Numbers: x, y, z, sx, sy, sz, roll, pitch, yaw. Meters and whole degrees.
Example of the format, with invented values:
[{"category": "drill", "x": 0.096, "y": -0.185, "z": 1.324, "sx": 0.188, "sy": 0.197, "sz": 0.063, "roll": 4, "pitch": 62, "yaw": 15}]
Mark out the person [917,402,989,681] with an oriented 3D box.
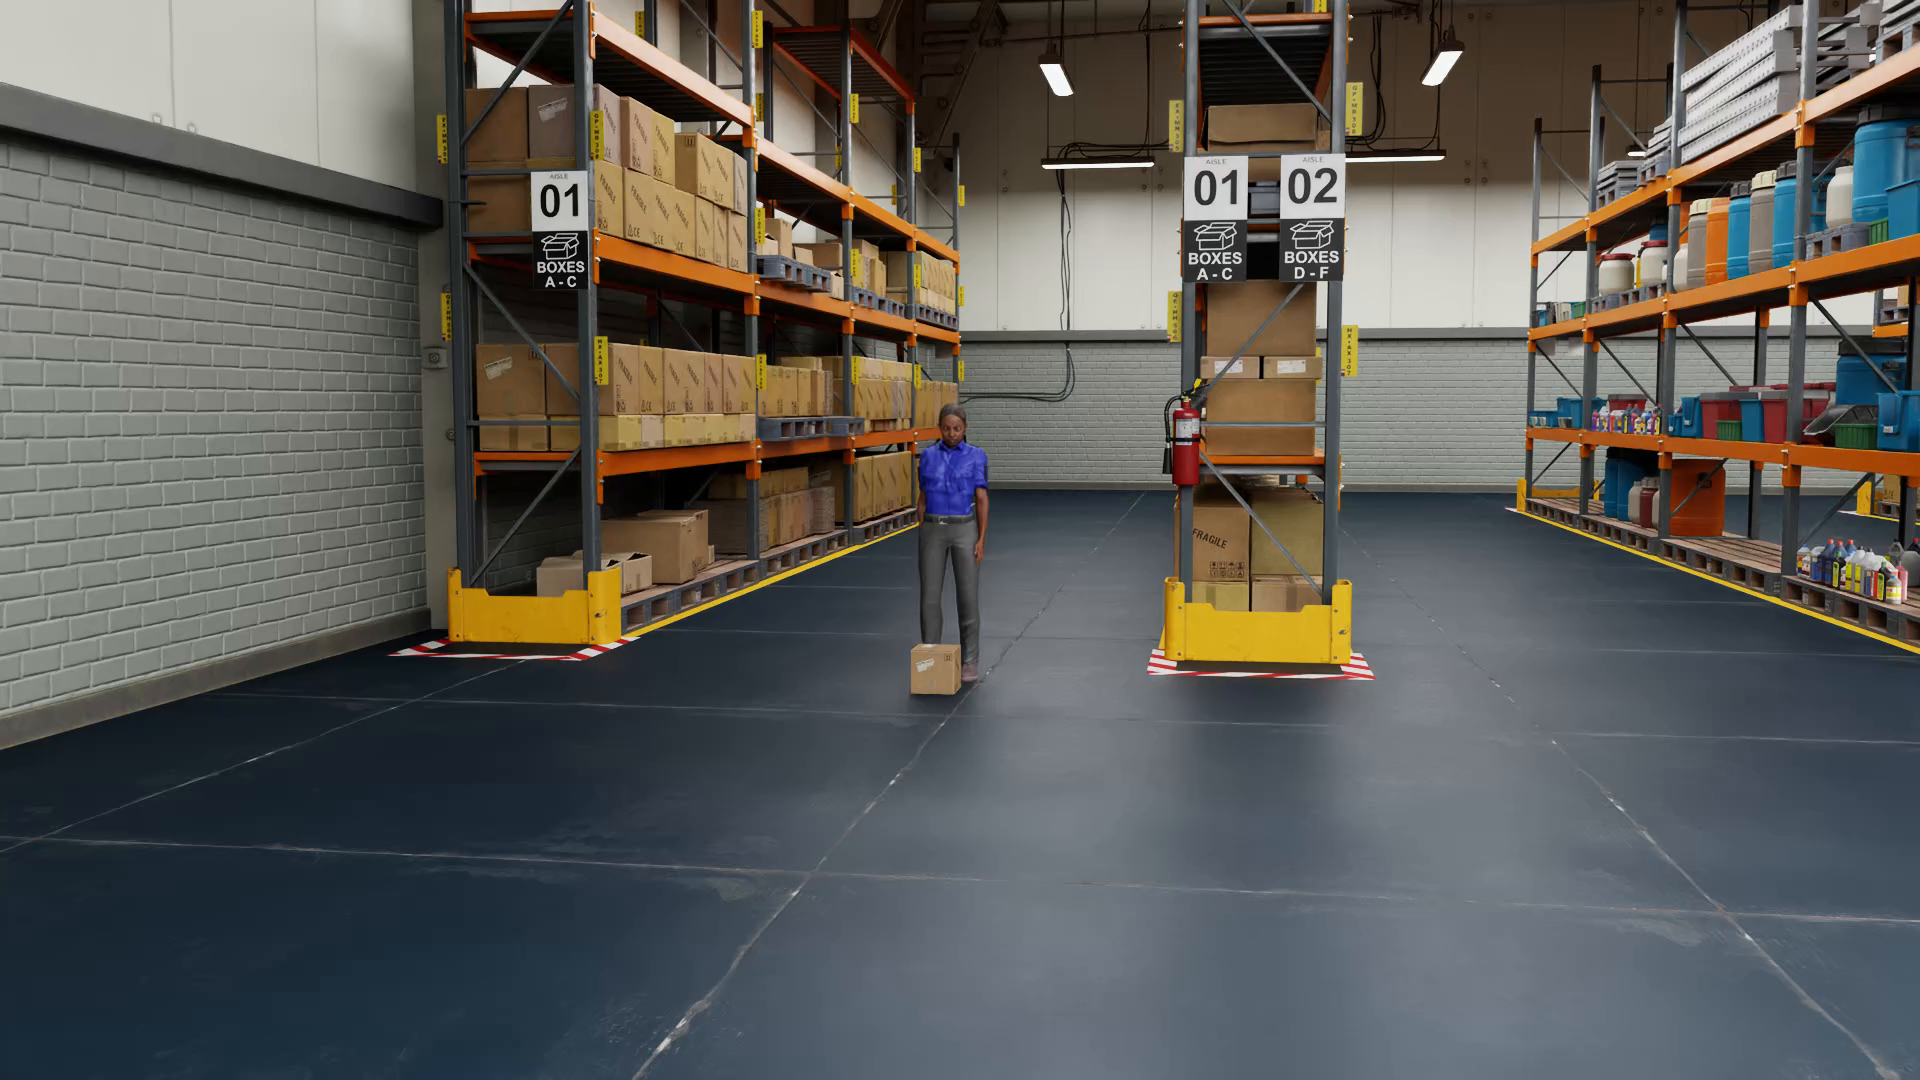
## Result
[{"category": "person", "x": -0.044, "y": 0.007, "z": 9.929, "sx": 0.440, "sy": 1.651, "sz": 0.304, "roll": 1, "pitch": 5, "yaw": 10}]
